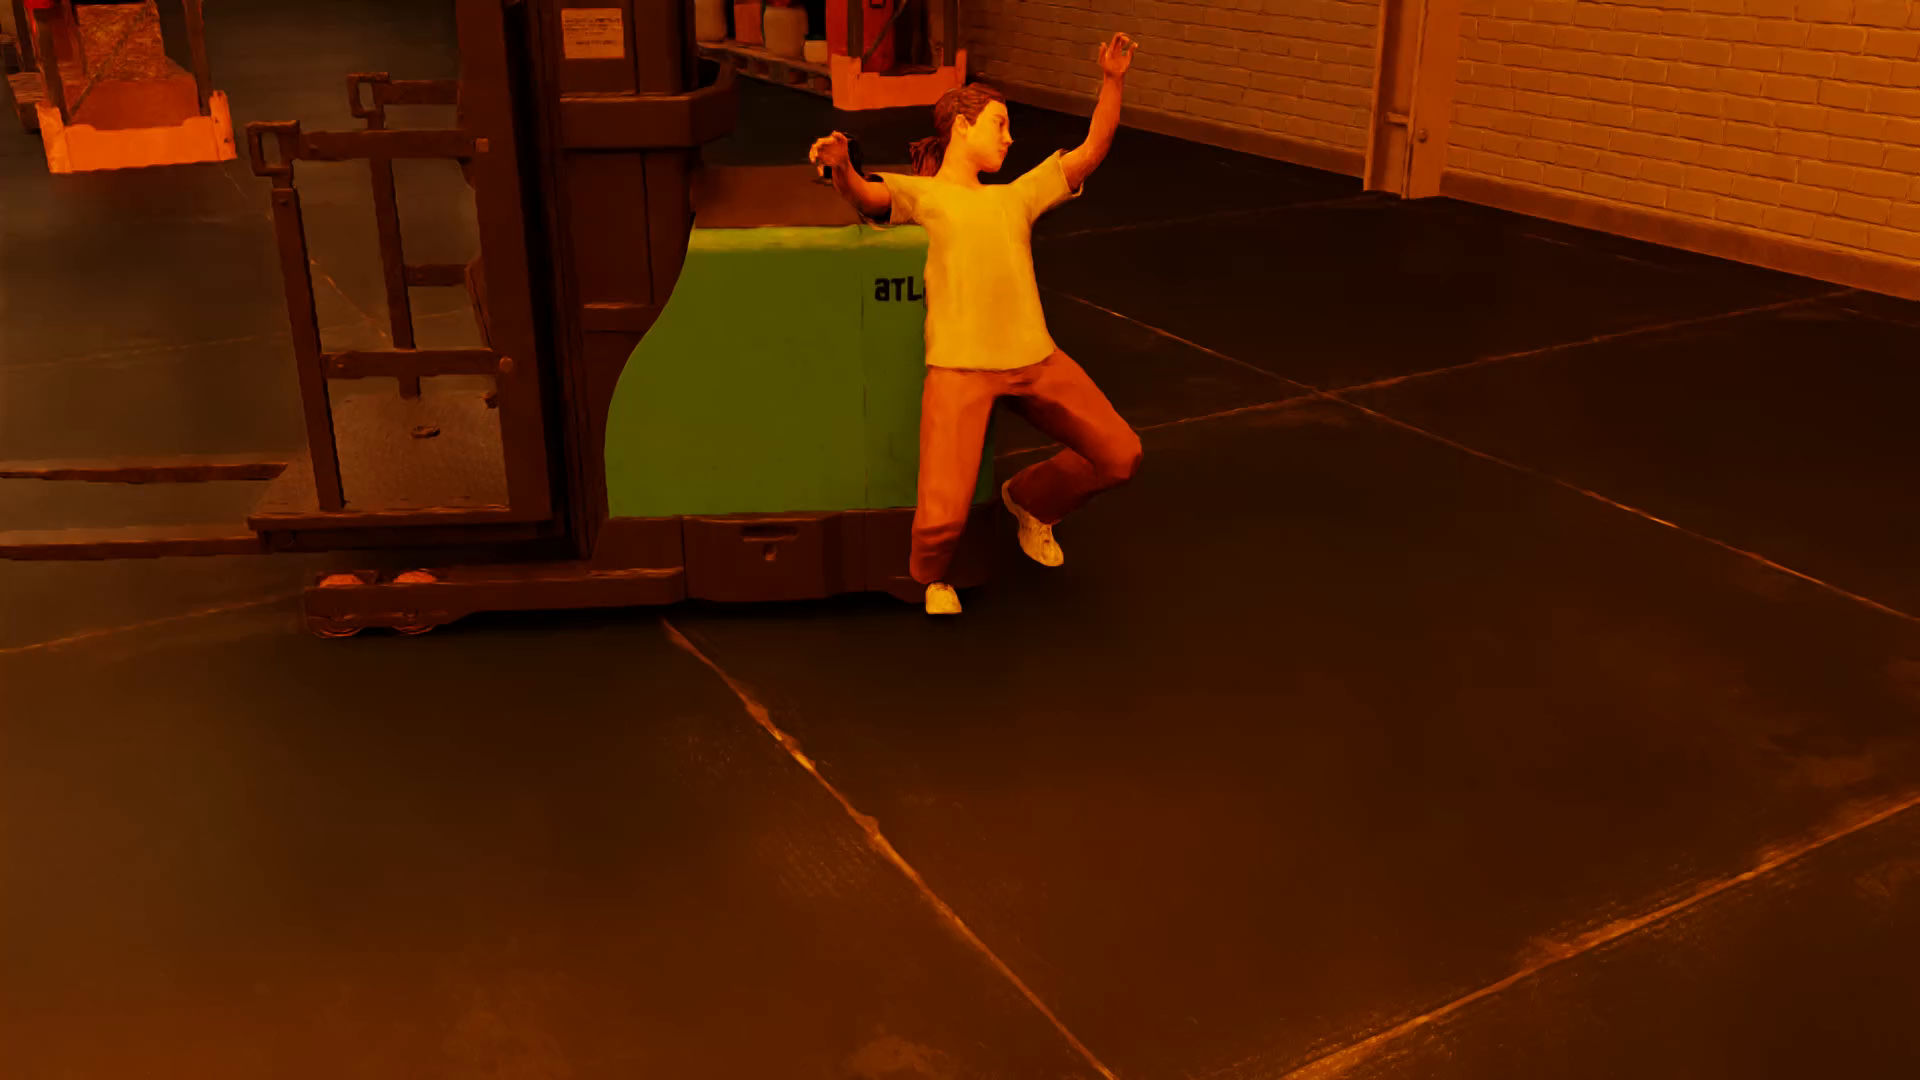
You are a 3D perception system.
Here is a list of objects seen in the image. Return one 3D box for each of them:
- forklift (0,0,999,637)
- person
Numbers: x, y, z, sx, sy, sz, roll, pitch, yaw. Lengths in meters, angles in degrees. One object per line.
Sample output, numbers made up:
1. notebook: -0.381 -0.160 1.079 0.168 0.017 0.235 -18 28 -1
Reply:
1. forklift: -1.440 -1.304 4.451 3.031 2.935 1.130 -2 22 -5
2. person: -0.042 -0.542 4.391 0.951 1.541 0.654 -13 26 -28
